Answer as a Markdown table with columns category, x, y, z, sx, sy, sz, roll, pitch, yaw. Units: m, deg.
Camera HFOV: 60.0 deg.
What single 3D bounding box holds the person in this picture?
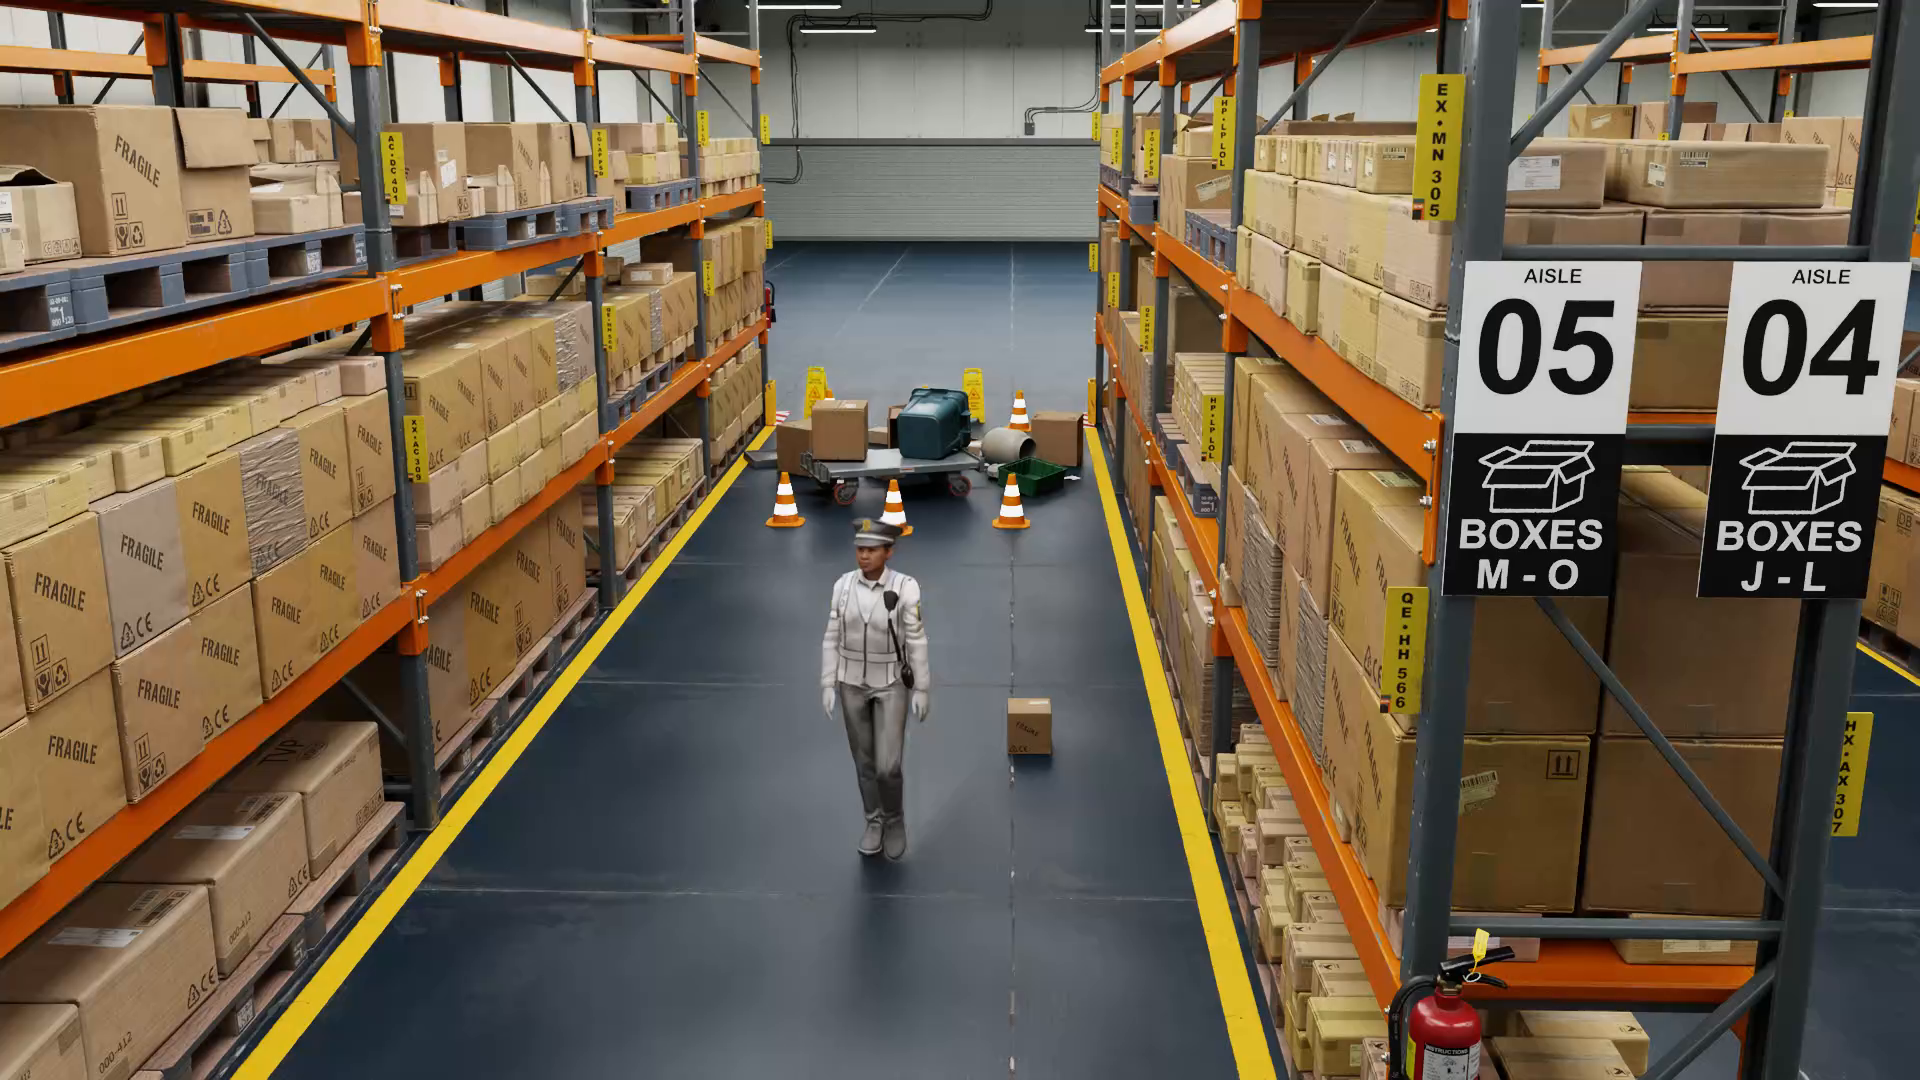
| category | x | y | z | sx | sy | sz | roll | pitch | yaw |
| --- | --- | --- | --- | --- | --- | --- | --- | --- | --- |
| person | -0.424 | 0.724 | 7.963 | 0.523 | 1.704 | 0.451 | 4 | 15 | 16 |
